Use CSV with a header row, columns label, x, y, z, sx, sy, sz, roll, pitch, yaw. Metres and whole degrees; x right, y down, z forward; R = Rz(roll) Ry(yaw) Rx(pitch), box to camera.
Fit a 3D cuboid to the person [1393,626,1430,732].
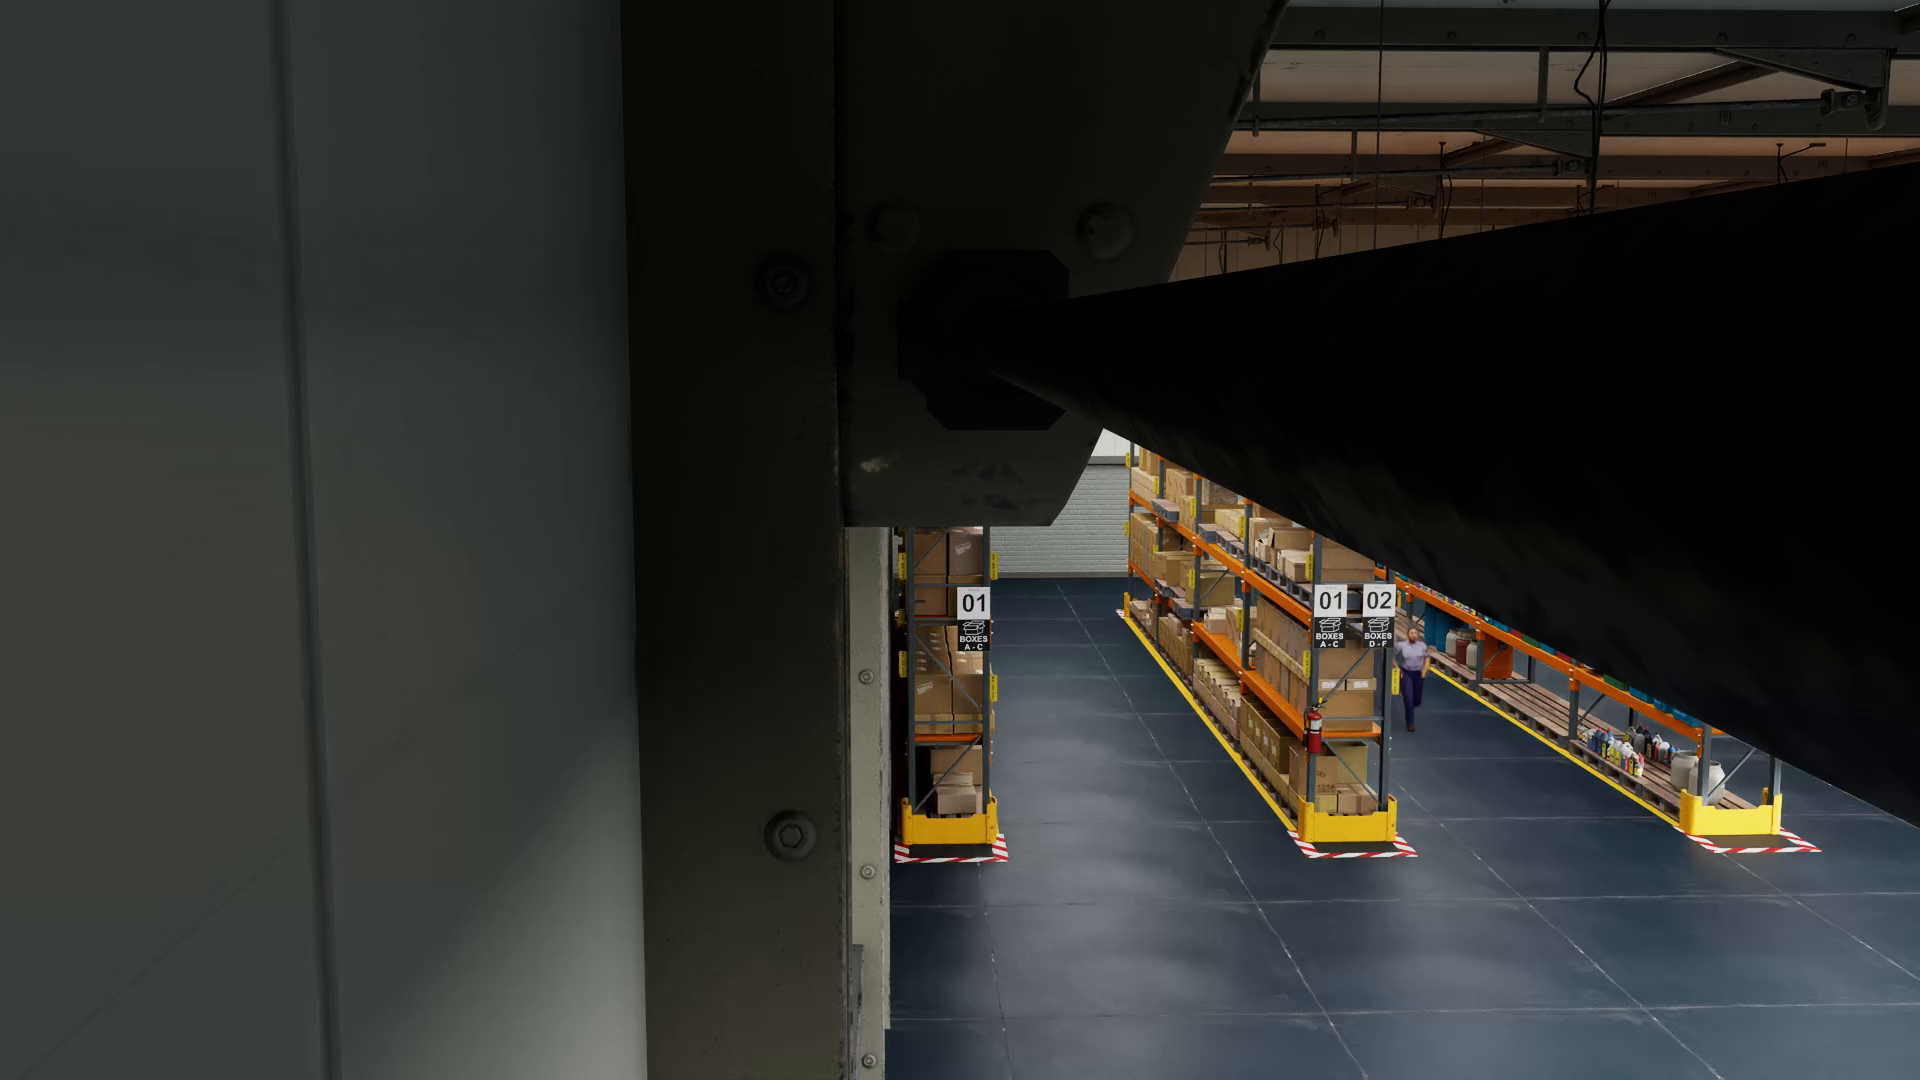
label,x,y,z,sx,sy,sz,roll,pitch,yaw
person,7.132,2.167,26.360,0.618,1.629,0.742,0,7,-2
